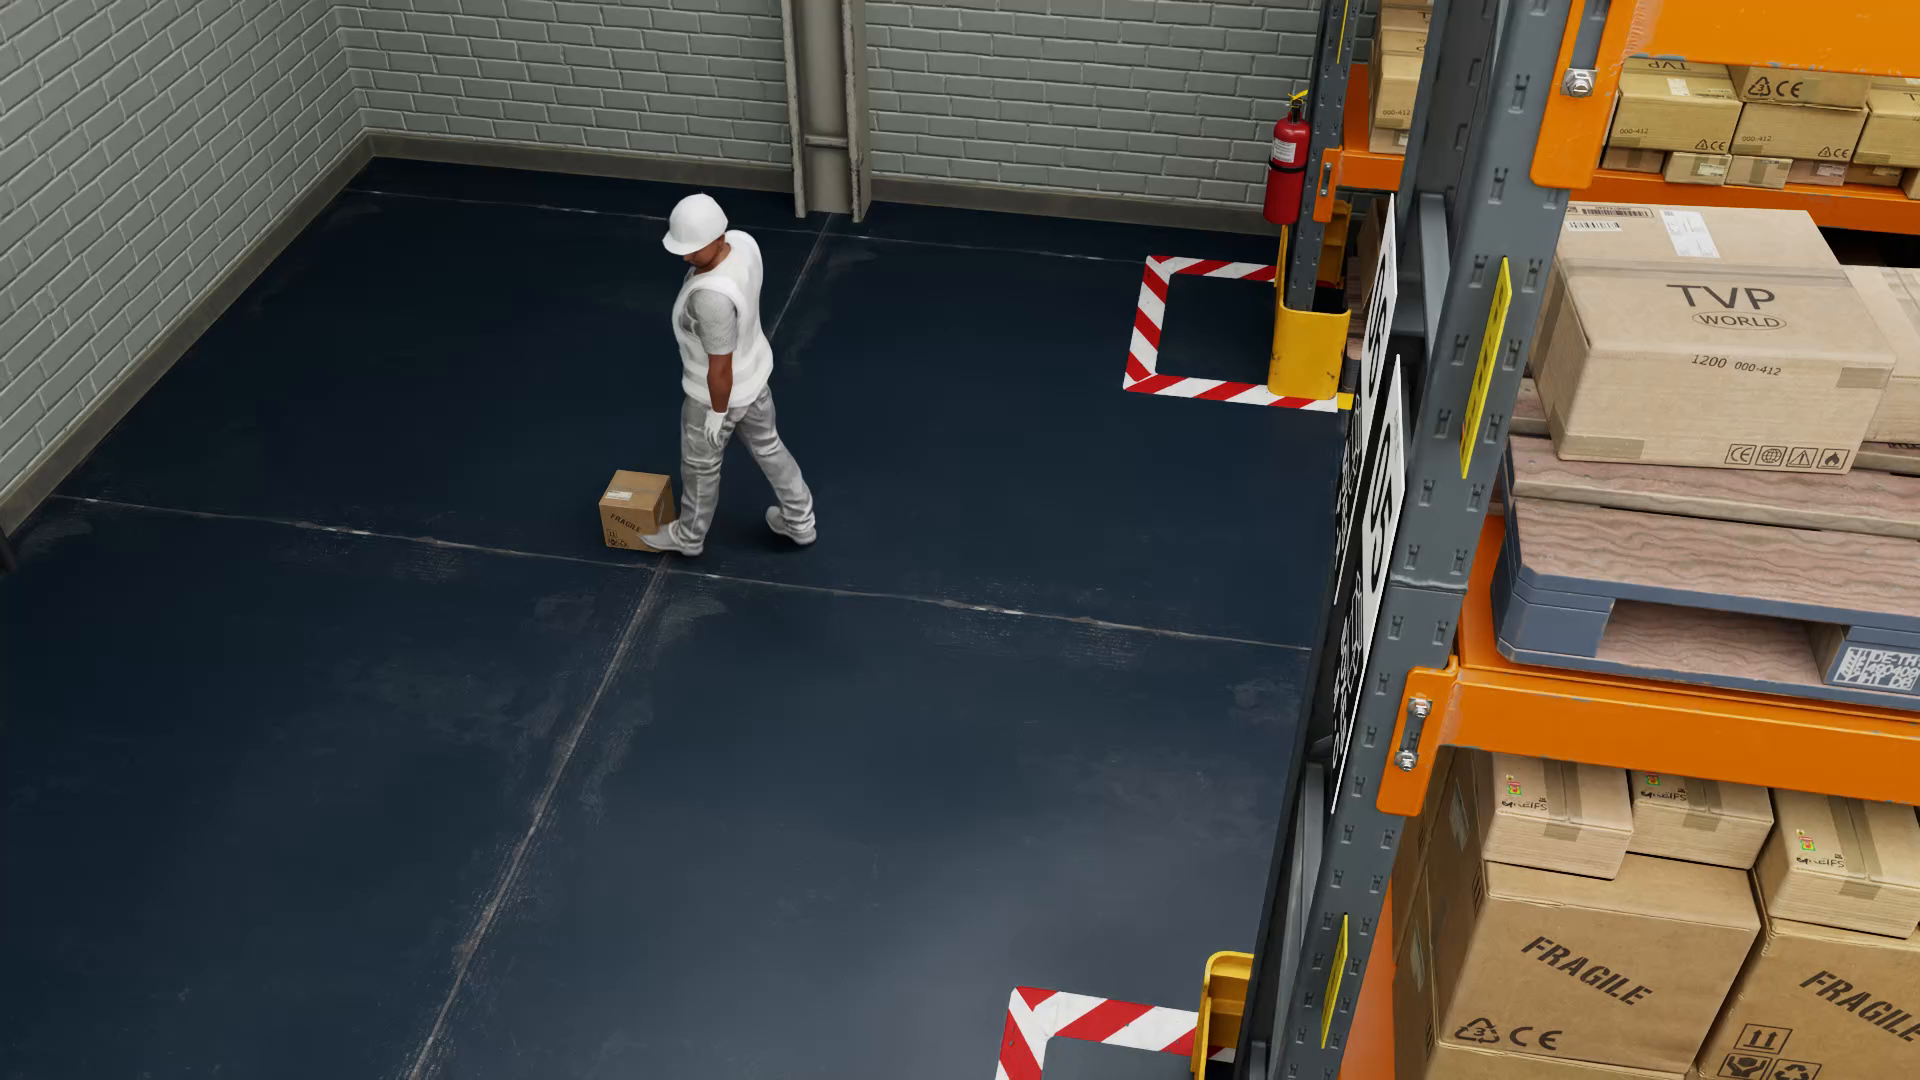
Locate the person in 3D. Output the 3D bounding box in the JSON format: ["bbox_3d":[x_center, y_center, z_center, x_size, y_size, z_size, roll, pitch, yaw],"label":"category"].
[{"bbox_3d":[-1.032,-0.680,6.934,0.779,1.774,0.597,11,41,12],"label":"person"}]
